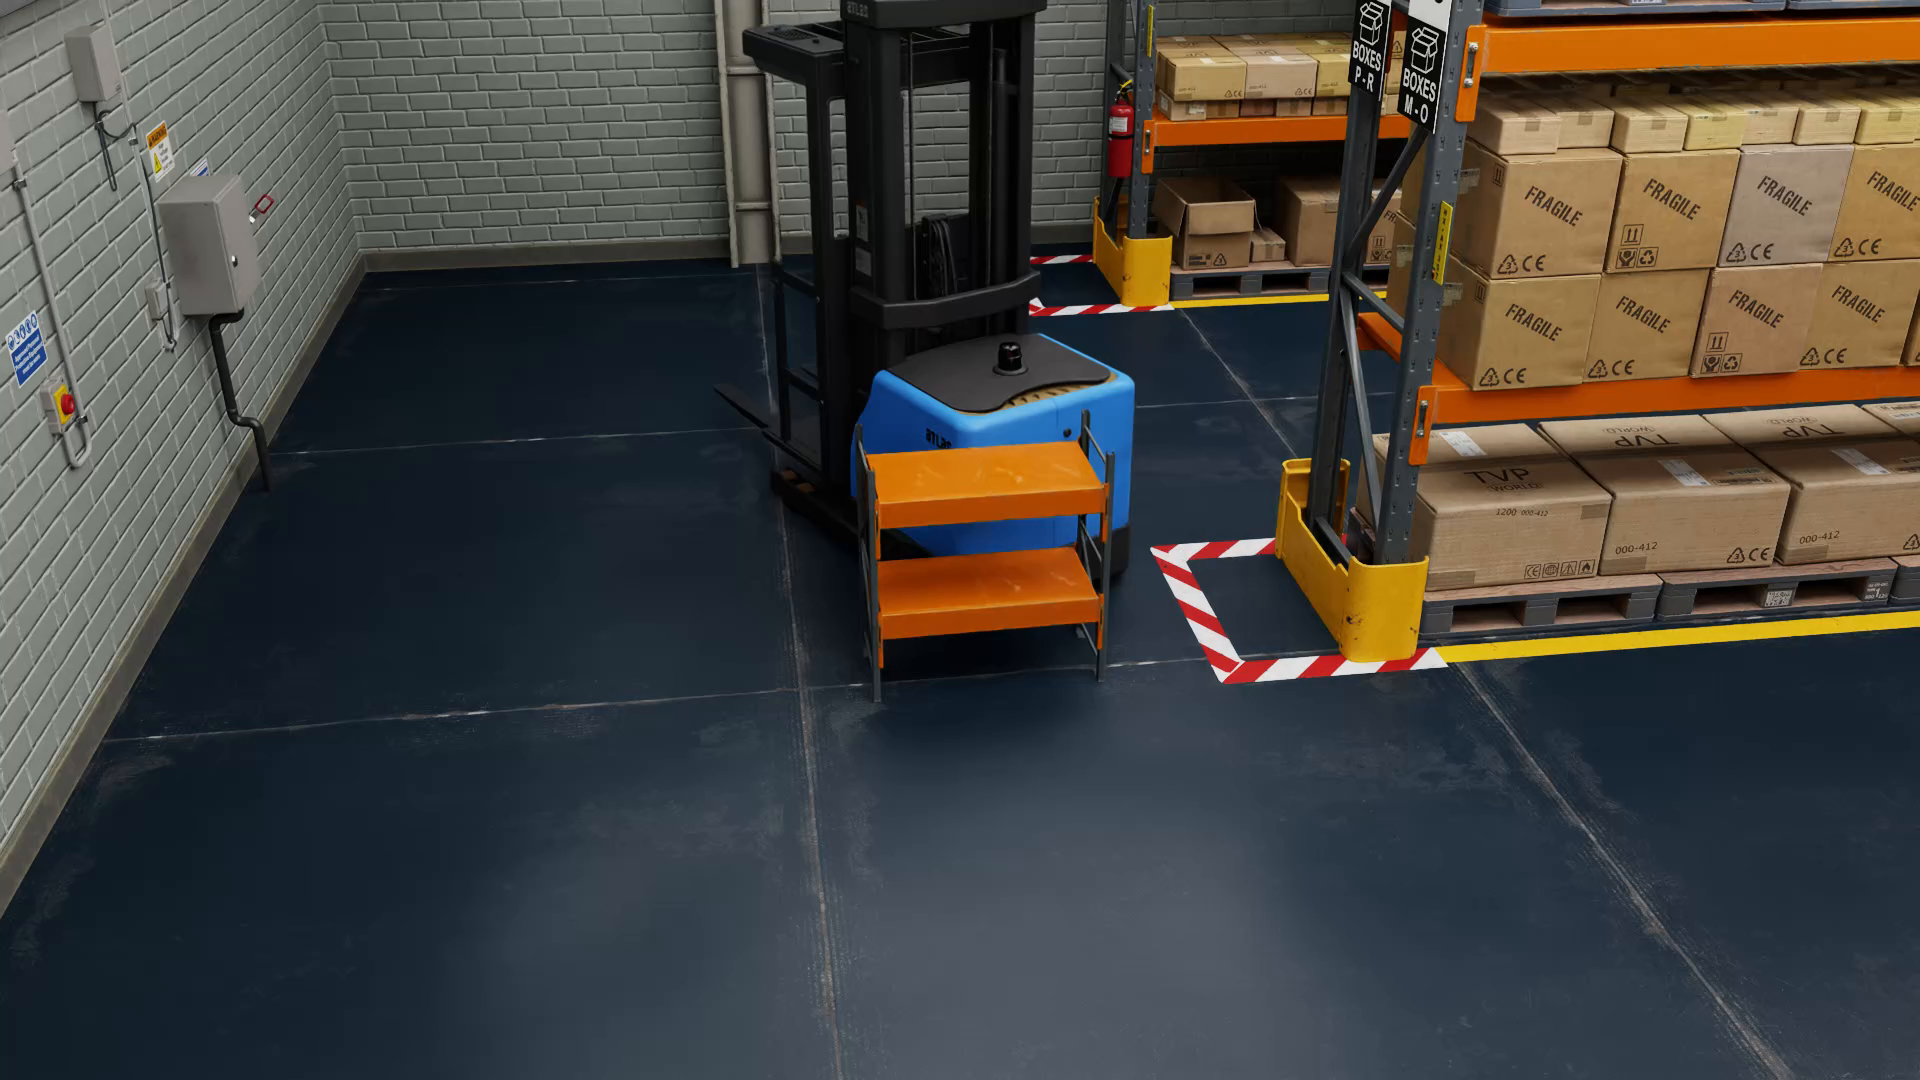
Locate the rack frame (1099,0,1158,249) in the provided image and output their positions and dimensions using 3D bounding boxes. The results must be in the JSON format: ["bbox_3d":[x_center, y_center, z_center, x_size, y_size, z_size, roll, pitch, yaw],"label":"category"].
[{"bbox_3d":[1.201,-3.286,11.868,0.127,3.000,1.000,-4,27,-7],"label":"rack frame"}]

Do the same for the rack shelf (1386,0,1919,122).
[{"bbox_3d":[3.877,-2.184,7.222,4.000,0.370,1.077,-4,27,-7],"label":"rack shelf"}]

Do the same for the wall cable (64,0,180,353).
[{"bbox_3d":[-3.893,-1.765,7.791,0.122,1.984,0.588,-4,27,-7],"label":"wall cable"}]

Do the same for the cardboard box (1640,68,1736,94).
[{"bbox_3d":[3.240,-1.997,7.440,0.250,0.149,0.380,-4,27,-8],"label":"cardboard box"}]

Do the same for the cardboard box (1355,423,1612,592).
[{"bbox_3d":[2.536,-0.176,8.154,0.875,0.438,0.875,-5,28,-9],"label":"cardboard box"}]

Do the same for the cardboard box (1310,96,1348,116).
[{"bbox_3d":[2.587,-3.148,11.875,0.250,0.149,0.380,-3,27,-6],"label":"cardboard box"}]

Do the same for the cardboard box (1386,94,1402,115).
[{"bbox_3d":[3.105,-3.156,11.890,0.250,0.149,0.380,-3,27,-6],"label":"cardboard box"}]

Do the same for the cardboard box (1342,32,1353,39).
[{"bbox_3d":[3.139,-3.595,12.309,0.500,0.250,0.500,-4,27,-7],"label":"cardboard box"}]

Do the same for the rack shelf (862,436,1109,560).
[{"bbox_3d":[0.097,-0.193,7.253,1.000,0.278,0.538,-4,27,-8],"label":"rack shelf"}]

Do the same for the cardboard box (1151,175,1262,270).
[{"bbox_3d":[1.820,-2.358,12.334,0.637,0.503,0.797,-5,28,-9],"label":"cardboard box"}]

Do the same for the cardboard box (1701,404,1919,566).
[{"bbox_3d":[4.334,-0.295,8.385,0.875,0.438,0.875,-4,27,-9],"label":"cardboard box"}]

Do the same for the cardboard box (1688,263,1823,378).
[{"bbox_3d":[3.415,-1.056,7.413,0.500,0.500,0.500,-4,27,-7],"label":"cardboard box"}]

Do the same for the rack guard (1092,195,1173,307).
[{"bbox_3d":[1.276,-2.178,12.448,0.348,0.500,1.175,-4,27,-7],"label":"rack guard"}]

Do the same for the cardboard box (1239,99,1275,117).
[{"bbox_3d":[2.066,-3.140,11.859,0.250,0.149,0.380,-4,27,-8],"label":"cardboard box"}]

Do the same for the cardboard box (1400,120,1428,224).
[{"bbox_3d":[2.341,-1.670,7.513,0.500,0.500,0.500,-3,27,-5],"label":"cardboard box"}]

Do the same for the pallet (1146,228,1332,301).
[{"bbox_3d":[2.066,-2.101,12.613,1.213,0.211,1.003,-4,27,-7],"label":"pallet"}]

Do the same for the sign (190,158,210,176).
[{"bbox_3d":[-4.106,-1.799,9.075,0.001,0.494,0.329,-4,27,-7],"label":"sign"}]

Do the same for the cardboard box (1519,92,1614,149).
[{"bbox_3d":[2.536,-1.766,6.991,0.250,0.149,0.380,-3,27,-6],"label":"cardboard box"}]

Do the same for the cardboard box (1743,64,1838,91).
[{"bbox_3d":[3.742,-2.047,7.539,0.250,0.149,0.380,-3,27,-5],"label":"cardboard box"}]

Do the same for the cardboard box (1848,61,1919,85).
[{"bbox_3d":[4.251,-2.068,7.579,0.250,0.149,0.380,-4,27,-7],"label":"cardboard box"}]

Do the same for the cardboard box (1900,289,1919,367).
[{"bbox_3d":[4.429,-1.122,7.541,0.500,0.500,0.500,-4,27,-8],"label":"cardboard box"}]

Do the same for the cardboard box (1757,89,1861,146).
[{"bbox_3d":[3.573,-1.793,7.044,0.250,0.149,0.380,-3,27,-7],"label":"cardboard box"}]

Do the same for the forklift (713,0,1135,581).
[{"bbox_3d":[-0.384,-1.556,8.571,1.130,2.935,3.031,-17,32,-30],"label":"forklift"}]

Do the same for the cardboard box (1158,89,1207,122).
[{"bbox_3d":[1.565,-3.071,11.724,0.250,0.149,0.380,-4,27,-8],"label":"cardboard box"}]

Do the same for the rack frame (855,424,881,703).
[{"bbox_3d":[-0.404,0.105,7.312,0.032,1.125,0.500,-4,27,-8],"label":"rack frame"}]

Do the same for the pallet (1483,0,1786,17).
[{"bbox_3d":[2.629,-2.389,6.931,1.213,0.211,1.003,-4,27,-7],"label":"pallet"}]

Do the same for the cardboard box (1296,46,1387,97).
[{"bbox_3d":[2.689,-3.324,11.781,0.500,0.250,0.500,-4,27,-8],"label":"cardboard box"}]

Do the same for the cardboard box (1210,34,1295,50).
[{"bbox_3d":[2.130,-3.533,12.188,0.500,0.250,0.500,-4,27,-7],"label":"cardboard box"}]

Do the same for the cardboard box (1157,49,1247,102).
[{"bbox_3d":[1.688,-3.258,11.653,0.500,0.250,0.500,-4,27,-7],"label":"cardboard box"}]

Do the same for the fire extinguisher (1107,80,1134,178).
[{"bbox_3d":[1.120,-2.867,11.545,0.183,0.674,0.296,-4,27,-7],"label":"fire extinguisher"}]

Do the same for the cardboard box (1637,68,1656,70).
[{"bbox_3d":[4.692,-3.463,12.052,0.500,0.250,0.500,-3,27,-6],"label":"cardboard box"}]

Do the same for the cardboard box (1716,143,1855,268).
[{"bbox_3d":[3.431,-1.505,7.193,0.500,0.500,0.500,-4,27,-8],"label":"cardboard box"}]

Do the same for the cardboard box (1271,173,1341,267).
[{"bbox_3d":[2.672,-2.393,12.406,0.500,0.500,0.700,-3,27,-5],"label":"cardboard box"}]

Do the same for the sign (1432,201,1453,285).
[{"bbox_3d":[1.968,-1.211,6.789,0.005,0.325,0.100,-4,27,-7],"label":"sign"}]

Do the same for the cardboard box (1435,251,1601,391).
[{"bbox_3d":[2.412,-0.987,7.279,0.500,0.500,0.500,-4,27,-8],"label":"cardboard box"}]

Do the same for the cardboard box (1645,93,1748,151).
[{"bbox_3d":[3.067,-1.756,6.971,0.250,0.149,0.380,-5,28,-9],"label":"cardboard box"}]

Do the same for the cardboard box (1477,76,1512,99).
[{"bbox_3d":[2.224,-1.933,7.317,0.250,0.149,0.380,-3,27,-6],"label":"cardboard box"}]

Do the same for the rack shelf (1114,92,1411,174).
[{"bbox_3d":[3.182,-3.093,12.280,4.000,0.370,1.077,-4,27,-7],"label":"rack shelf"}]

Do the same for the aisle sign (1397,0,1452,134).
[{"bbox_3d":[1.865,-2.063,6.637,0.004,0.787,0.394,-4,27,-7],"label":"aisle sign"}]

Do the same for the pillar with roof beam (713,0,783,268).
[{"bbox_3d":[-0.995,-4.245,7.165,0.400,9.000,9.100,-4,27,-7],"label":"pillar with roof beam"}]

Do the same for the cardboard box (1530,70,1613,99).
[{"bbox_3d":[2.716,-2.015,7.475,0.250,0.149,0.380,-4,27,-8],"label":"cardboard box"}]

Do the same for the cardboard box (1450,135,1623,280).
[{"bbox_3d":[2.411,-1.433,7.052,0.500,0.500,0.500,-4,27,-8],"label":"cardboard box"}]

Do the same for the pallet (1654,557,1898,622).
[{"bbox_3d":[3.883,0.036,8.448,1.213,0.211,1.003,-4,27,-7],"label":"pallet"}]

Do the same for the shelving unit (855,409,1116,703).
[{"bbox_3d":[0.097,0.068,7.386,1.048,1.125,0.538,-4,27,-8],"label":"shelving unit"}]

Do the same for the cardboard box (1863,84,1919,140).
[{"bbox_3d":[4.081,-1.836,7.126,0.250,0.149,0.380,-4,27,-7],"label":"cardboard box"}]
